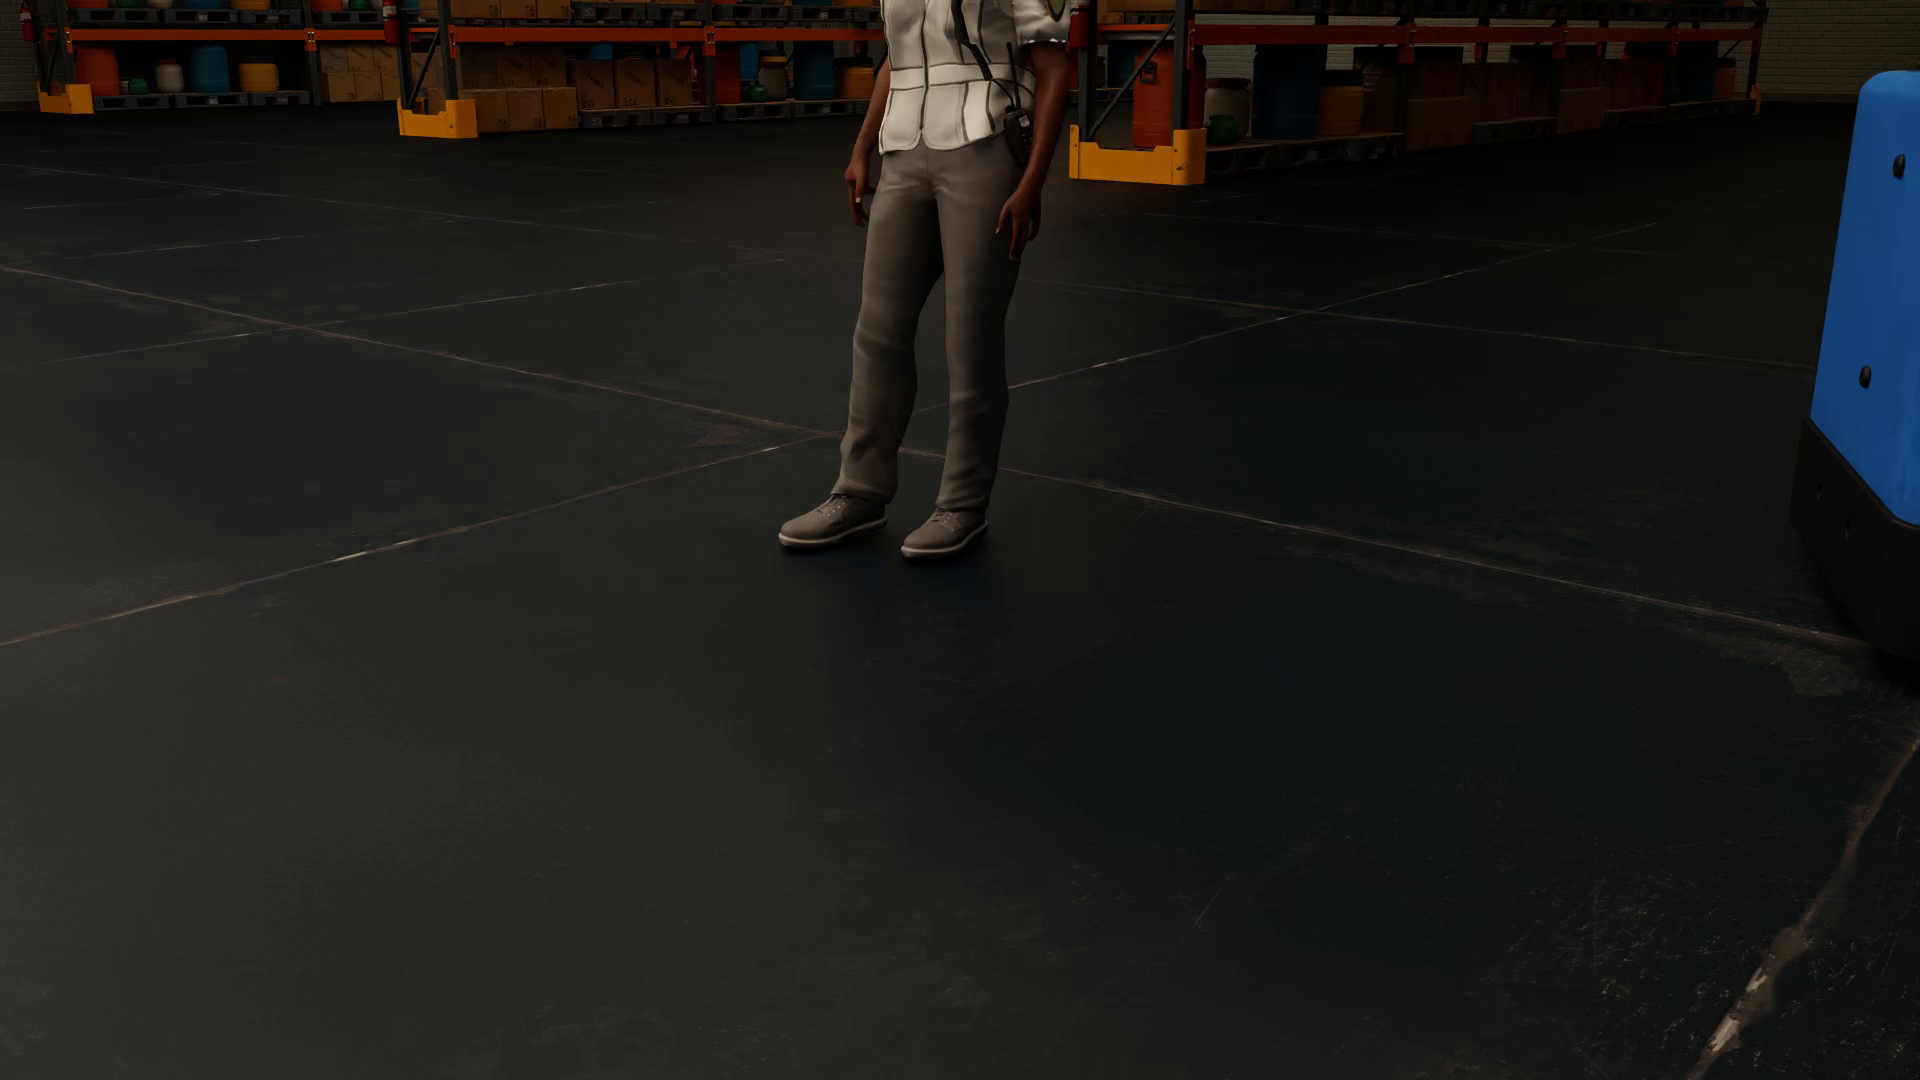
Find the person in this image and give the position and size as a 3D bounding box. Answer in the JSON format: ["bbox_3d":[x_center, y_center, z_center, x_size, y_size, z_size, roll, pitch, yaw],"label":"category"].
[{"bbox_3d":[-0.063,-0.805,3.650,0.570,1.695,0.530,13,21,37],"label":"person"}]

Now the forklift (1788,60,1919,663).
[{"bbox_3d":[3.249,-1.137,2.643,3.031,2.935,1.130,5,18,16],"label":"forklift"}]
